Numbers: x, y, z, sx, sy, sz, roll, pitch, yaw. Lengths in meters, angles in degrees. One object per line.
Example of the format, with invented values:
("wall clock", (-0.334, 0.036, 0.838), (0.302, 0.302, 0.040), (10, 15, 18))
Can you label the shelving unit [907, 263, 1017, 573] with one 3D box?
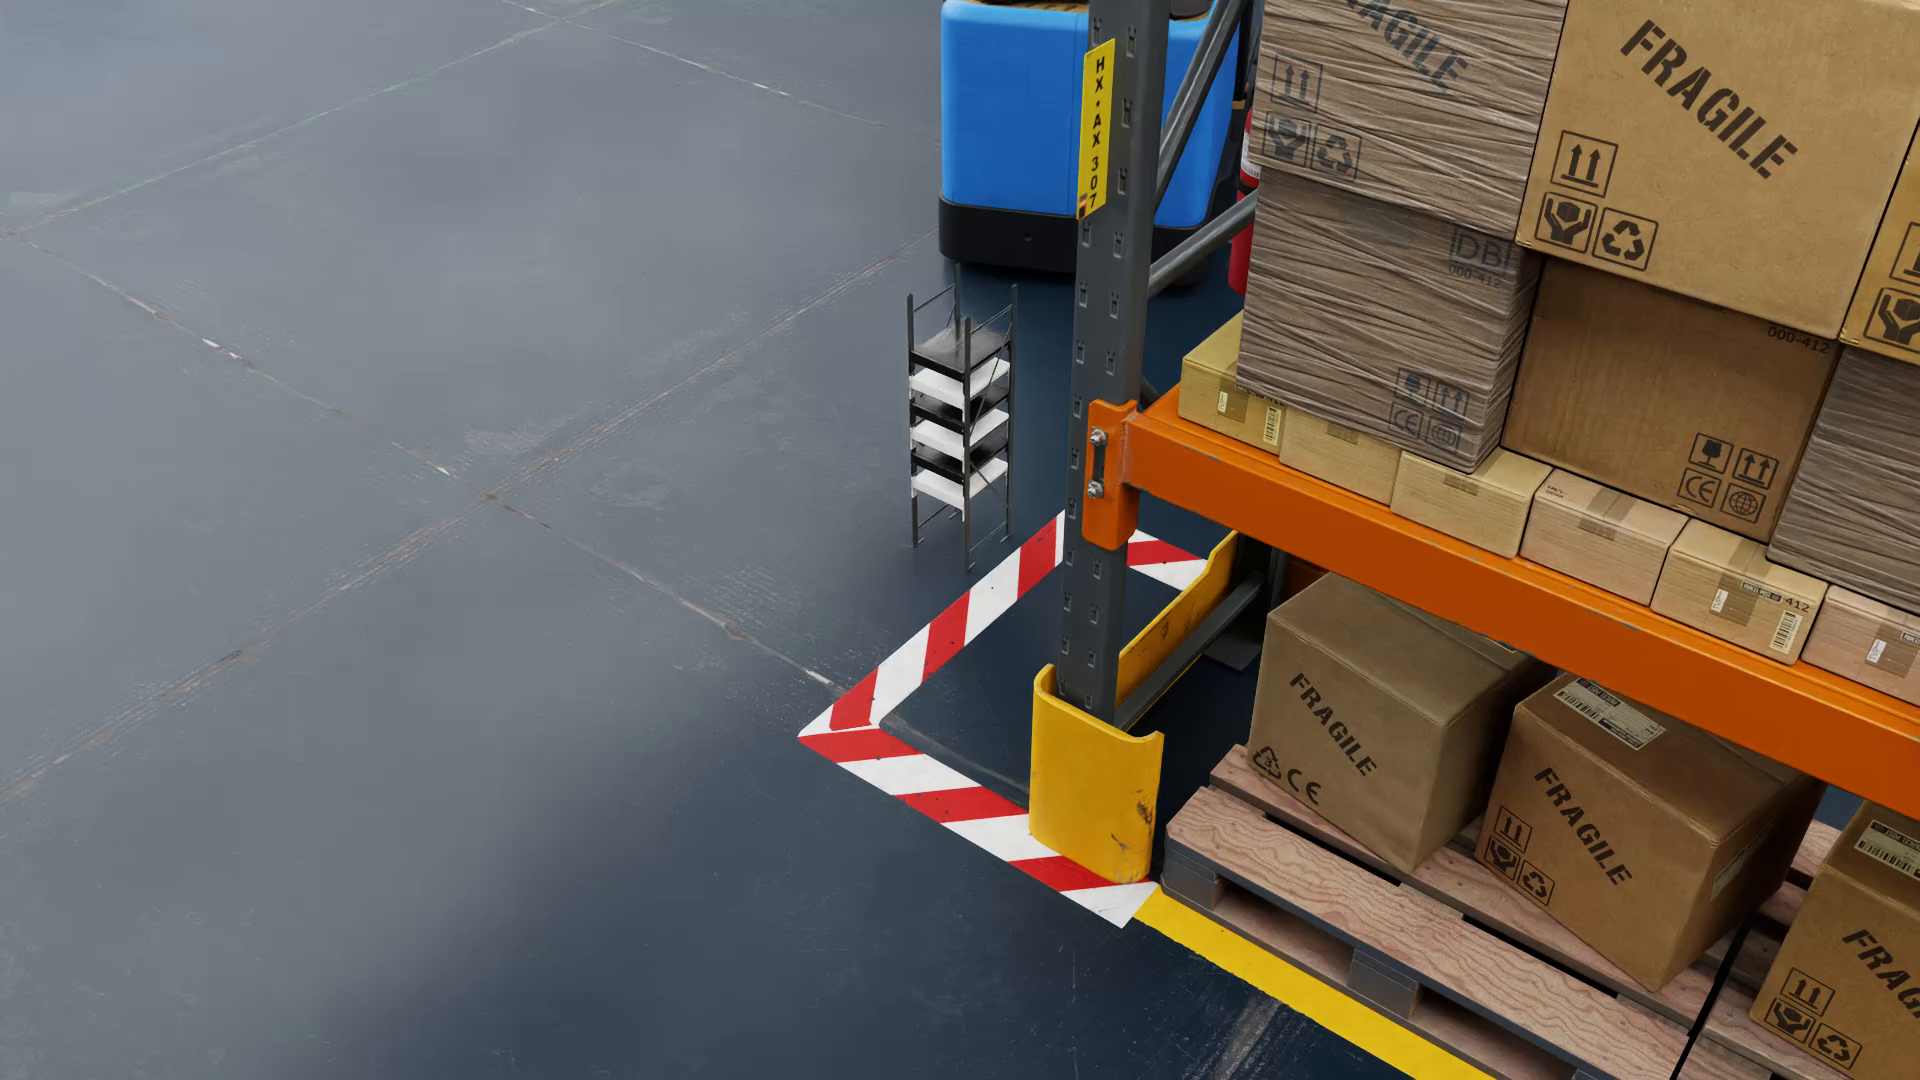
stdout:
("shelving unit", (0.006, -0.351, 4.969), (0.210, 0.900, 0.258), (25, 45, 29))

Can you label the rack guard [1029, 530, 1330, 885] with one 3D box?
("rack guard", (0.643, 0.330, 4.423), (0.348, 0.500, 1.175), (25, 45, 29))

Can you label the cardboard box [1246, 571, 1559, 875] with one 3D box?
("cardboard box", (1.068, 0.378, 4.021), (0.500, 0.500, 0.500), (-29, 46, -32))

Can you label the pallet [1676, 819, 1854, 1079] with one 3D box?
("pallet", (2.231, 1.222, 3.518), (1.213, 0.211, 1.003), (25, 45, 29))

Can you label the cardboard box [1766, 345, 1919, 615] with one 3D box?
("cardboard box", (1.843, -0.283, 2.856), (0.500, 0.500, 0.875), (25, 45, 29))

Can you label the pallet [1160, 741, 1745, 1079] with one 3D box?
("pallet", (1.266, 0.765, 4.102), (1.213, 0.211, 1.003), (25, 45, 29))

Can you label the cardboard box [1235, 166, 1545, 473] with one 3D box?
("cardboard box", (1.003, -0.620, 3.286), (0.500, 0.500, 0.875), (25, 45, 29))

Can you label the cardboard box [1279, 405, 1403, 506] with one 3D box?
("cardboard box", (0.851, -0.258, 3.350), (0.250, 0.149, 0.380), (25, 45, 29))

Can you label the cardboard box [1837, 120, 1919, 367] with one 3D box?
("cardboard box", (1.645, -0.516, 2.343), (0.500, 0.500, 0.500), (25, 45, 29))

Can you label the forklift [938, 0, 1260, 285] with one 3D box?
("forklift", (0.753, -3.043, 6.759), (1.130, 2.935, 3.031), (8, 39, 10))

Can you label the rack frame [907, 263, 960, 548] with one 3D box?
("rack frame", (-0.074, -0.389, 5.017), (0.006, 0.900, 0.240), (25, 45, 29))

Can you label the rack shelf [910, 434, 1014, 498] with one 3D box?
("rack shelf", (0.006, -0.254, 5.045), (0.200, 0.077, 0.258), (25, 45, 29))

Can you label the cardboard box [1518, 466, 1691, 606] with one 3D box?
("cardboard box", (1.251, -0.073, 3.114), (0.250, 0.149, 0.380), (25, 45, 29))

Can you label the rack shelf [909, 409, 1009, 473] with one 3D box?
("rack shelf", (0.006, -0.325, 4.989), (0.200, 0.077, 0.258), (25, 45, 29))

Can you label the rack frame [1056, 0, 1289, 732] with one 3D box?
("rack frame", (0.582, -0.683, 3.689), (0.127, 3.000, 1.000), (25, 45, 29))

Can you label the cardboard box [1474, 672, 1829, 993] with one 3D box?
("cardboard box", (1.564, 0.585, 3.757), (0.500, 0.500, 0.500), (-25, 45, -29))

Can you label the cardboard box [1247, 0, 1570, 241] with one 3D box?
("cardboard box", (0.854, -0.894, 2.825), (0.500, 0.500, 0.500), (25, 45, 29))

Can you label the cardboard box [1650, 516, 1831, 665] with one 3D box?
("cardboard box", (1.446, 0.024, 2.990), (0.250, 0.149, 0.380), (25, 45, 29))

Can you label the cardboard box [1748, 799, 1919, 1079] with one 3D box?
("cardboard box", (2.050, 0.829, 3.445), (0.500, 0.500, 0.500), (30, 47, 32))

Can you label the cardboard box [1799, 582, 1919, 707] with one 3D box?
("cardboard box", (1.661, 0.104, 2.887), (0.250, 0.149, 0.380), (25, 45, 29))

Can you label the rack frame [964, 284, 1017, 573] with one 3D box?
("rack frame", (0.087, -0.313, 4.920), (0.006, 0.900, 0.240), (25, 45, 29))

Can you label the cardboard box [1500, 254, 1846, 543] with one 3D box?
("cardboard box", (1.473, -0.492, 3.122), (0.500, 0.500, 0.875), (25, 45, 29))

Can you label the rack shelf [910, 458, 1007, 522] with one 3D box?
("rack shelf", (0.006, -0.183, 5.100), (0.200, 0.077, 0.258), (25, 45, 29))

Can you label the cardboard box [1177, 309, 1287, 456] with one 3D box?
("cardboard box", (0.664, -0.361, 3.481), (0.250, 0.149, 0.380), (25, 45, 29))

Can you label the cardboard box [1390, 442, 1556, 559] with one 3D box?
("cardboard box", (1.040, -0.157, 3.221), (0.250, 0.149, 0.380), (25, 45, 29))

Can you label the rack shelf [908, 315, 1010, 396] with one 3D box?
("rack shelf", (0.006, -0.538, 4.823), (0.200, 0.077, 0.258), (25, 45, 29))

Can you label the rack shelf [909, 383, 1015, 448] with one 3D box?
("rack shelf", (0.006, -0.396, 4.934), (0.200, 0.077, 0.258), (25, 45, 29))

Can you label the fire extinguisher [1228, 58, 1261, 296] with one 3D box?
("fire extinguisher", (0.771, -0.921, 4.056), (0.183, 0.674, 0.296), (25, 45, 29))

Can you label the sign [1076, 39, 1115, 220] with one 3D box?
("sign", (0.253, -0.758, 3.083), (0.005, 0.325, 0.100), (25, 45, 29))

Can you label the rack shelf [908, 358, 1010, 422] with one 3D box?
("rack shelf", (0.006, -0.467, 4.878), (0.200, 0.077, 0.258), (25, 45, 29))

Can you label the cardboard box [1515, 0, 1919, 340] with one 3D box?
("cardboard box", (1.247, -0.703, 2.581), (0.500, 0.500, 0.500), (25, 45, 29))

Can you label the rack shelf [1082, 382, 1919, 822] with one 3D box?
("rack shelf", (2.171, 0.349, 2.954), (4.000, 0.370, 1.077), (25, 45, 29))
